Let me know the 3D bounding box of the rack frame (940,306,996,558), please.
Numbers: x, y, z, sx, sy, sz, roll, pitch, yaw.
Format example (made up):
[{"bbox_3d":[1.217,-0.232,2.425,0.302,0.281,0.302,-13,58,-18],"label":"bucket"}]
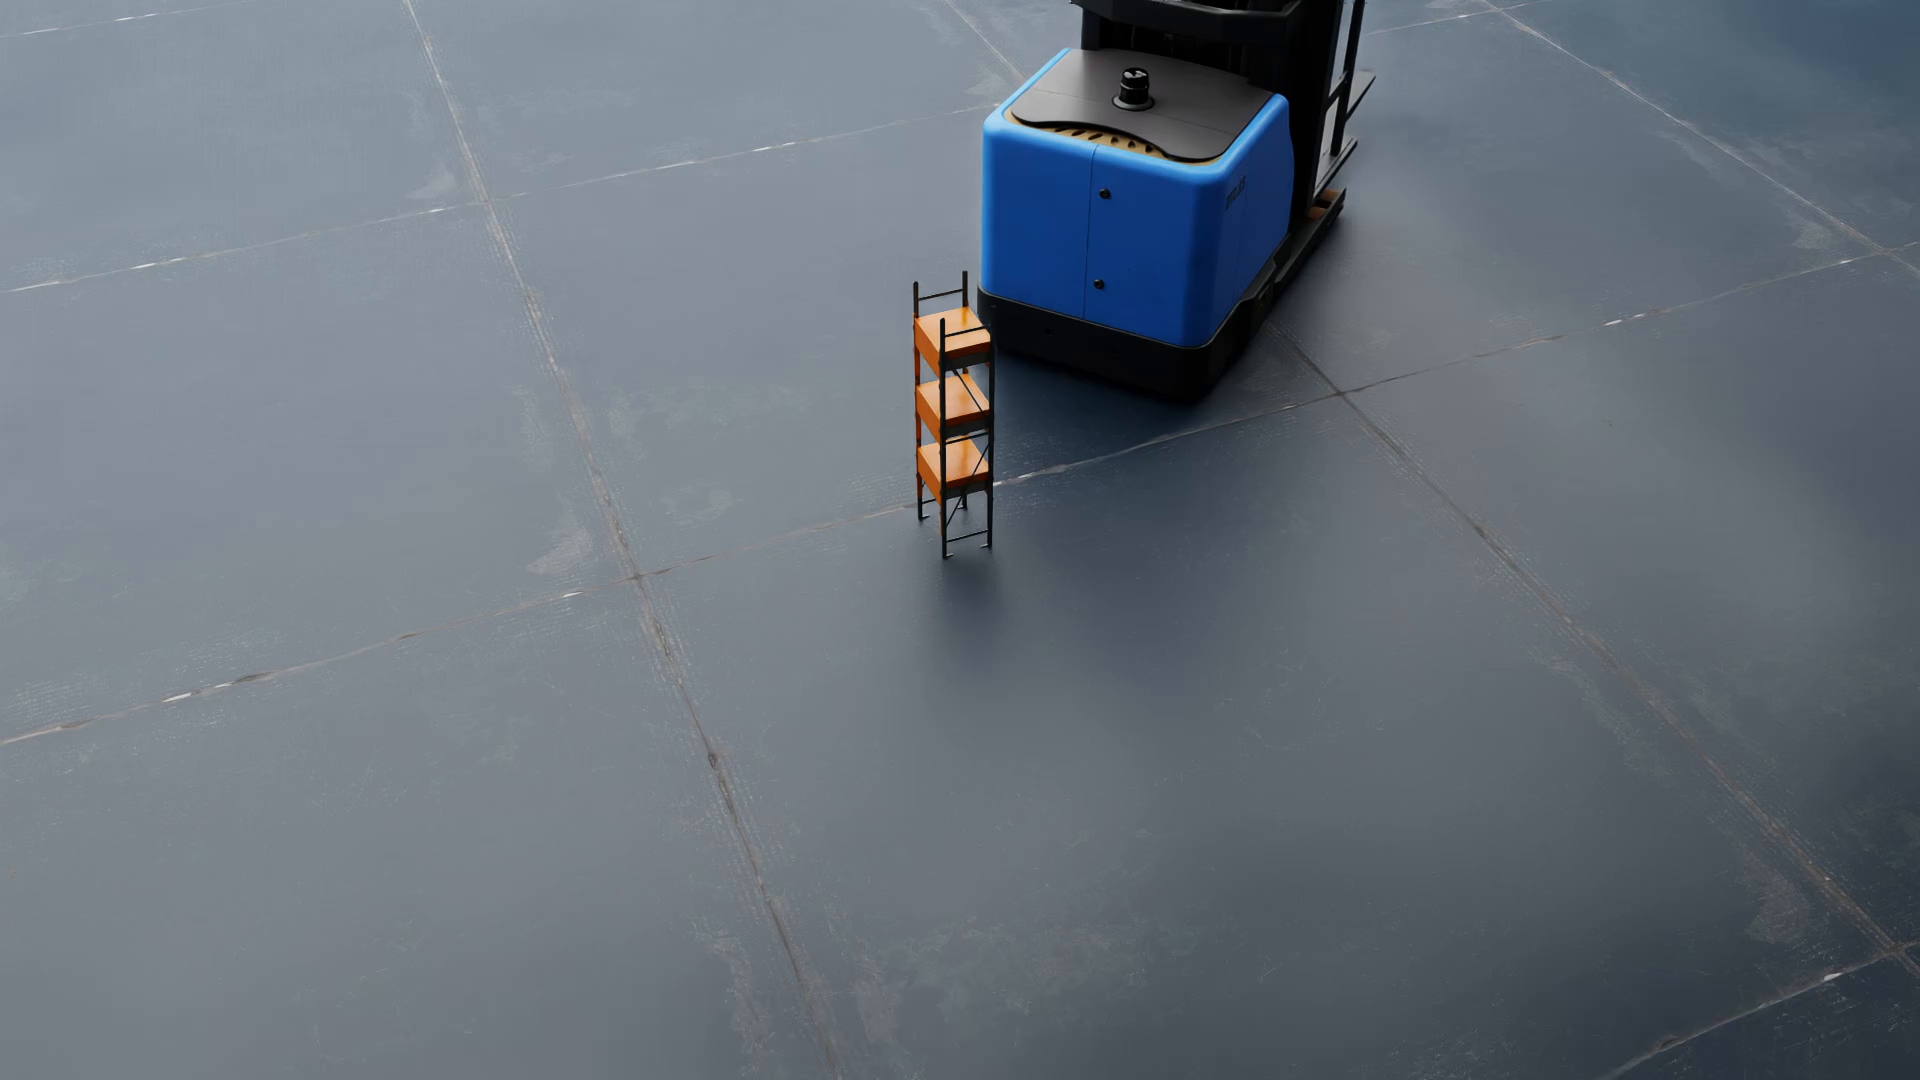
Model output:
[{"bbox_3d":[0.026,-0.357,5.860,0.200,1.050,0.008,-15,43,-17],"label":"rack frame"}]

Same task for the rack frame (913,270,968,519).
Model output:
[{"bbox_3d":[-0.067,-0.504,6.031,0.200,1.050,0.008,-15,43,-17],"label":"rack frame"}]

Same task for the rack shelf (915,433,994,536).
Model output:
[{"bbox_3d":[-0.020,-0.212,6.133,0.215,0.259,0.240,-15,43,-17],"label":"rack shelf"}]

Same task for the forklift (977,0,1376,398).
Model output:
[{"bbox_3d":[1.202,-2.649,7.083,1.130,2.935,3.031,19,44,20],"label":"forklift"}]

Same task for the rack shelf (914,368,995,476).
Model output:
[{"bbox_3d":[-0.020,-0.422,5.952,0.215,0.259,0.240,-15,43,-17],"label":"rack shelf"}]

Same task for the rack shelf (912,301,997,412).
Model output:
[{"bbox_3d":[-0.020,-0.637,5.767,0.215,0.259,0.240,-15,43,-17],"label":"rack shelf"}]

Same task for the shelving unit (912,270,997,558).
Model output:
[{"bbox_3d":[-0.020,-0.430,5.945,0.215,1.050,0.252,-15,43,-17],"label":"shelving unit"}]
